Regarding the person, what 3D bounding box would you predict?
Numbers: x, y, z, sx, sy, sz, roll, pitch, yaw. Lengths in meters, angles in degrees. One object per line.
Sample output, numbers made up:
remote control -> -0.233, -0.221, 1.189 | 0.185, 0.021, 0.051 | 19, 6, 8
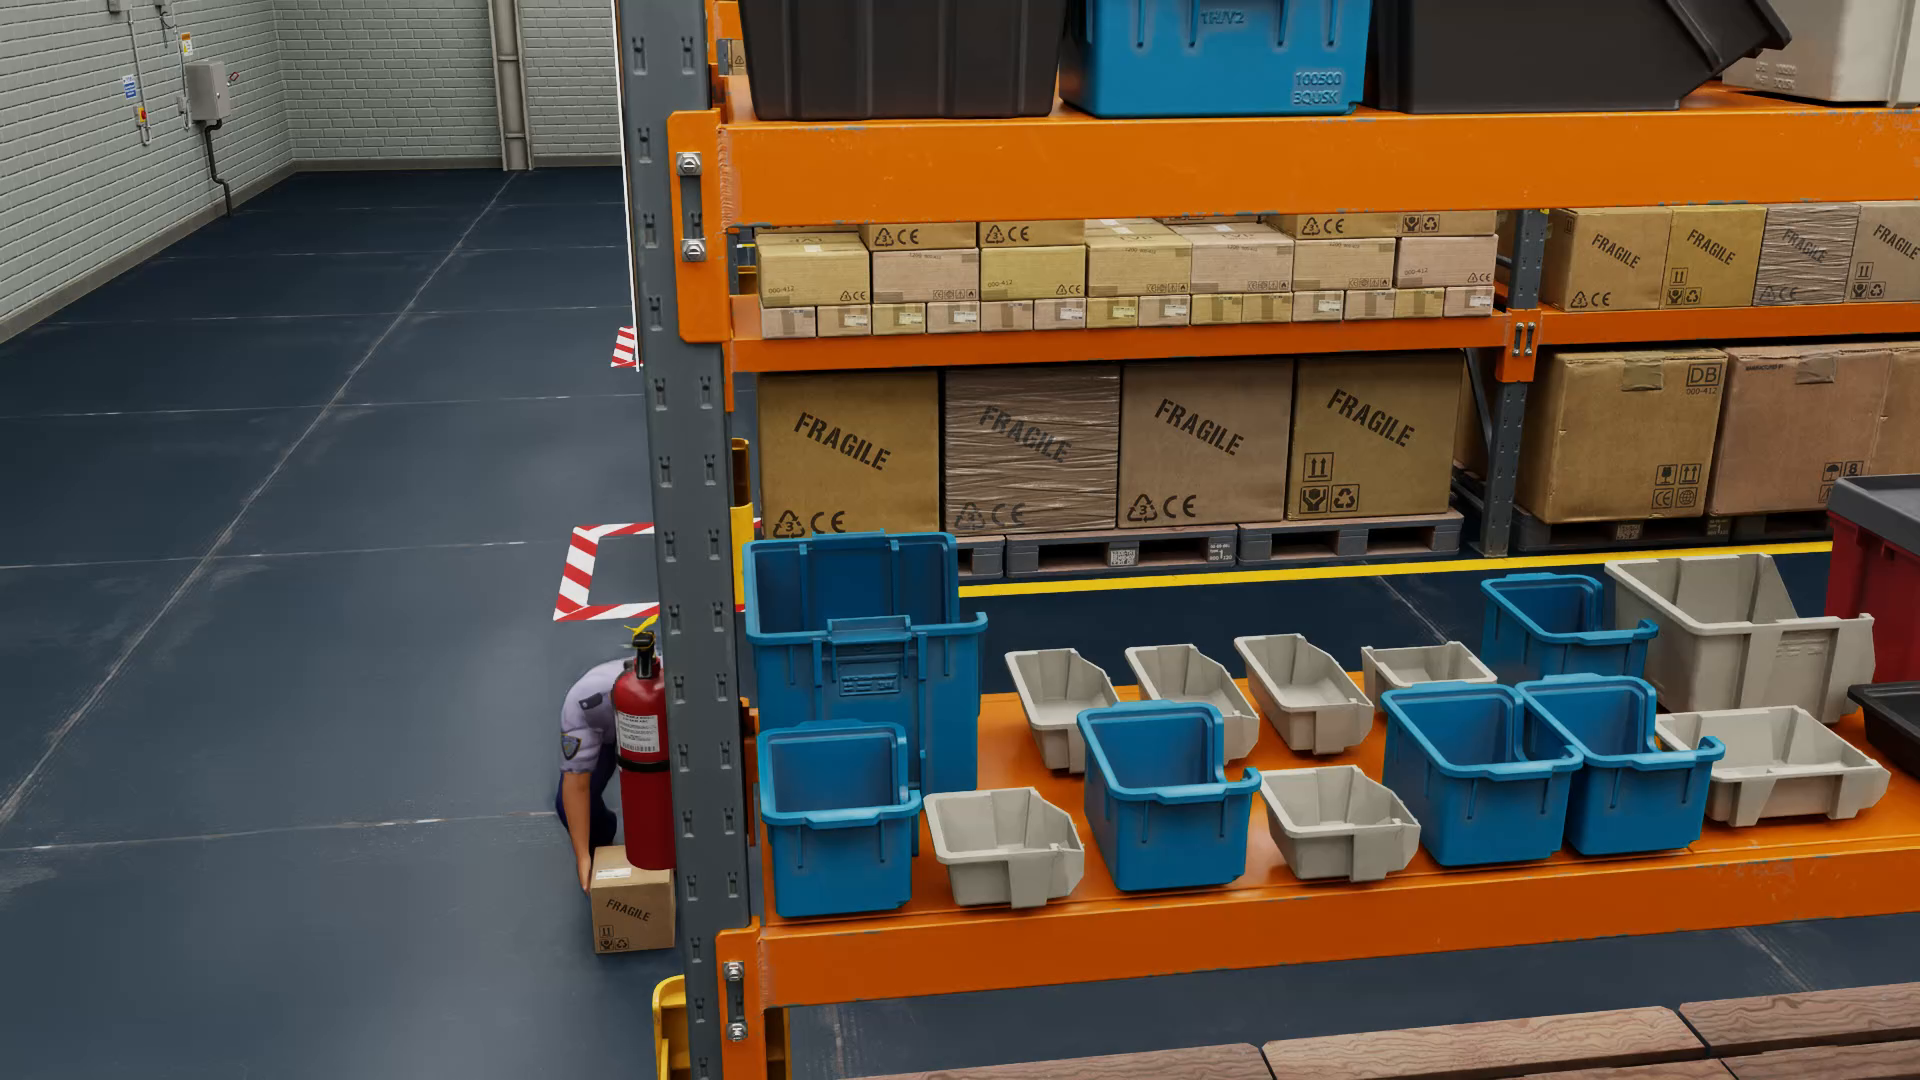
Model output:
person -> -1.110, 0.734, 5.662 | 0.526, 0.920, 0.825 | -3, 20, -8
